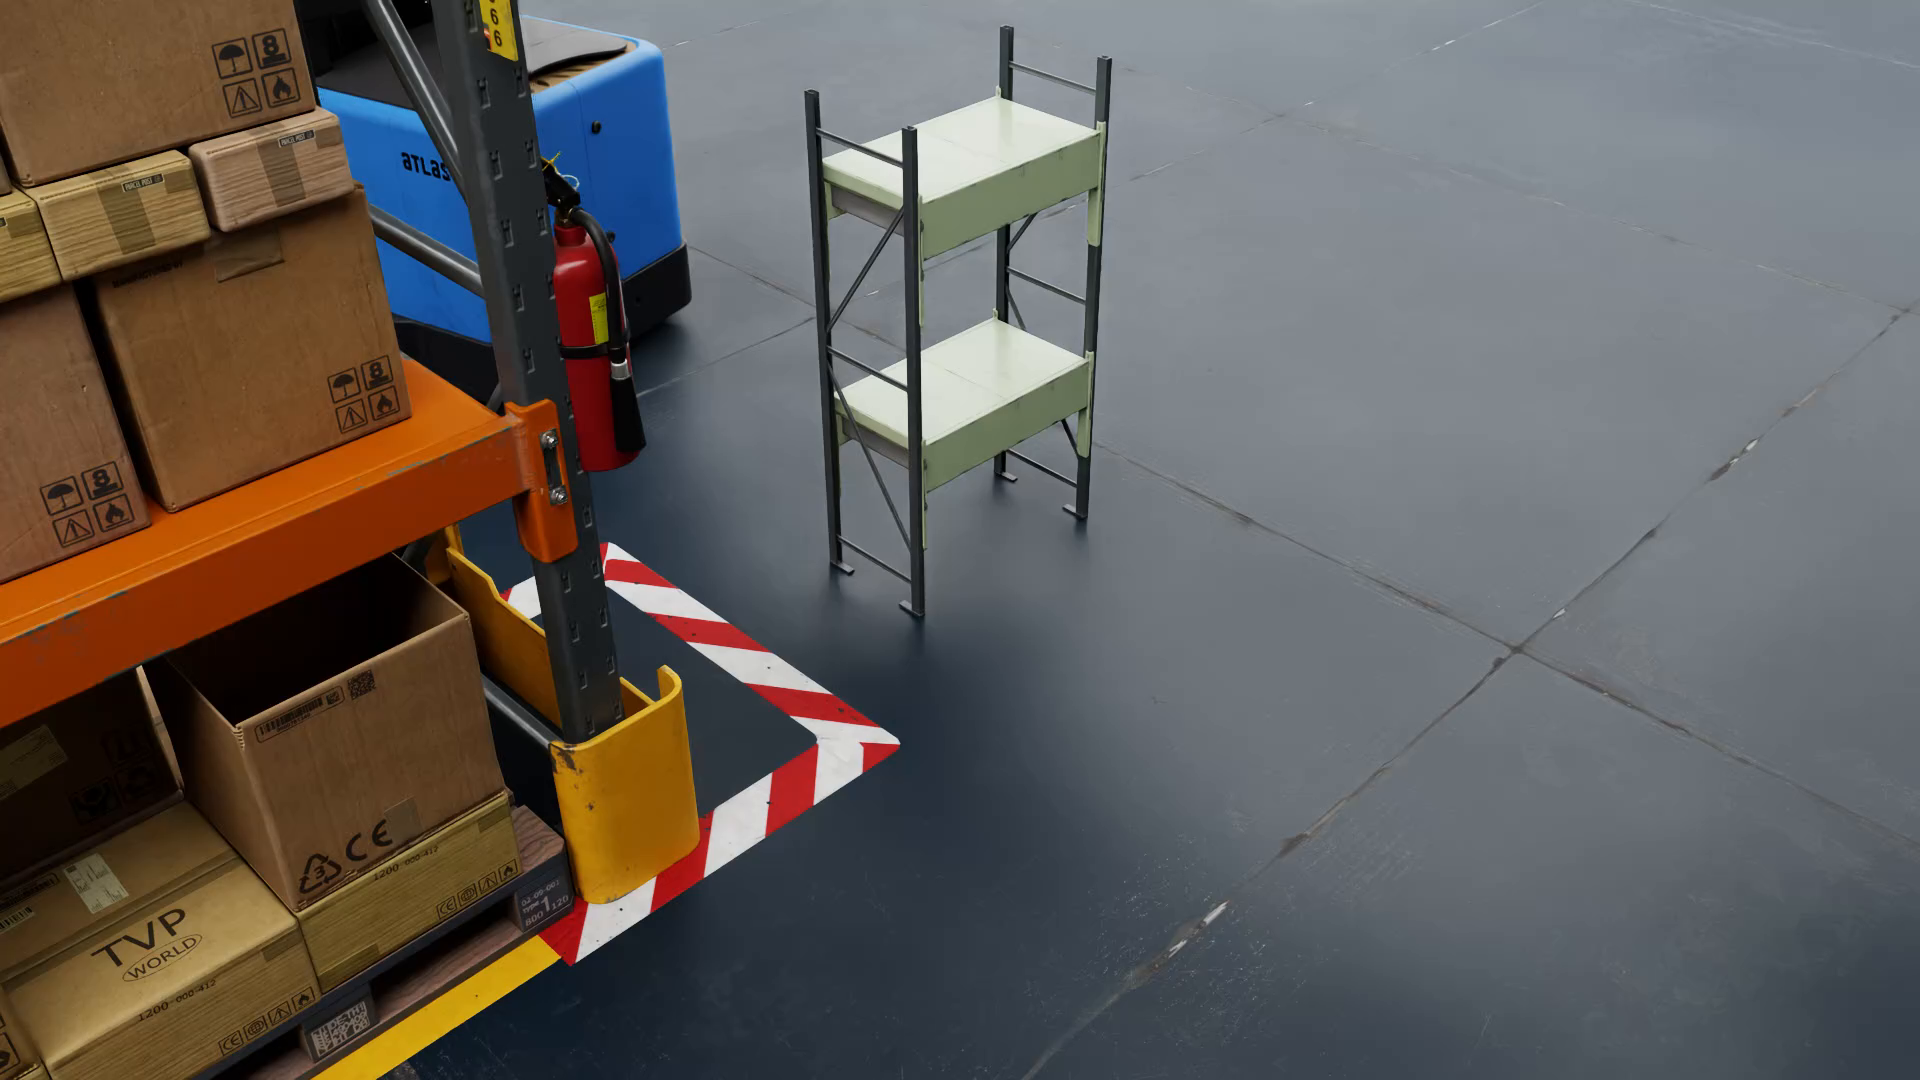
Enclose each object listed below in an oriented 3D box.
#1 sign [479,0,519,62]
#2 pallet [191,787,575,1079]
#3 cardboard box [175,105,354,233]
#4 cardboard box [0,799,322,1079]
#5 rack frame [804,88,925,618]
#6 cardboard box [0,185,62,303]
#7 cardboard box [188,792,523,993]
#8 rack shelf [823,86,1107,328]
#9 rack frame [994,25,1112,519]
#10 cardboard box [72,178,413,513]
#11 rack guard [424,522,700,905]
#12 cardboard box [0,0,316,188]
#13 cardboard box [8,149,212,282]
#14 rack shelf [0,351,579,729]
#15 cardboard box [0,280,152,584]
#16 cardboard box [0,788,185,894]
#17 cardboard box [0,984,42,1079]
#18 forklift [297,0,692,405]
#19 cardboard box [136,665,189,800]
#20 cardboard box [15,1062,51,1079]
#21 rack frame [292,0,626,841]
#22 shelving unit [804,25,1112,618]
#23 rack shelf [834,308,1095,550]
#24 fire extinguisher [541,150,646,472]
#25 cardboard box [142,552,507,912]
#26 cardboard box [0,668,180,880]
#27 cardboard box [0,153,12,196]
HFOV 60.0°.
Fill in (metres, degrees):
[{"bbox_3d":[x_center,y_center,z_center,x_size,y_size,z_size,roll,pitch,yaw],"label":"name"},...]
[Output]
[{"bbox_3d":[-0.802,-0.982,2.817,0.100,0.325,0.005,30,45,35],"label":"sign"},{"bbox_3d":[-1.686,0.837,3.866,1.003,0.211,1.213,30,45,35],"label":"pallet"},{"bbox_3d":[-1.311,-0.710,2.991,0.380,0.149,0.250,29,44,35],"label":"cardboard box"},{"bbox_3d":[-1.689,0.866,3.423,0.500,0.250,0.500,30,45,35],"label":"cardboard box"},{"bbox_3d":[-0.253,-0.469,4.612,0.400,1.500,0.023,30,45,35],"label":"rack frame"},{"bbox_3d":[-1.675,-0.499,2.689,0.380,0.149,0.250,29,44,35],"label":"cardboard box"},{"bbox_3d":[-1.345,0.658,3.721,0.500,0.250,0.500,30,45,35],"label":"cardboard box"},{"bbox_3d":[0.005,-0.938,4.602,0.431,0.370,0.720,30,45,35],"label":"rack shelf"},{"bbox_3d":[0.263,-0.766,5.038,0.400,1.500,0.023,30,45,35],"label":"rack frame"},{"bbox_3d":[-1.515,-0.491,3.245,0.700,0.500,0.500,30,45,35],"label":"cardboard box"},{"bbox_3d":[-1.160,0.381,4.267,1.175,0.500,0.348,30,45,35],"label":"rack guard"},{"bbox_3d":[-1.552,-1.002,2.843,0.500,0.500,0.700,-30,45,-35],"label":"cardboard box"},{"bbox_3d":[-1.494,-0.603,2.838,0.250,0.149,0.380,-29,44,-35],"label":"cardboard box"},{"bbox_3d":[-2.586,0.473,2.579,1.077,0.370,4.000,30,45,35],"label":"rack shelf"},{"bbox_3d":[-1.882,-0.276,2.936,0.500,0.500,0.700,-29,44,-35],"label":"cardboard box"},{"bbox_3d":[-2.062,0.654,3.727,0.500,0.250,0.500,30,45,35],"label":"cardboard box"},{"bbox_3d":[-2.038,0.763,2.915,0.500,0.500,0.500,30,45,35],"label":"cardboard box"},{"bbox_3d":[-2.576,-2.278,5.954,3.031,2.935,1.130,18,39,24],"label":"forklift"},{"bbox_3d":[-1.713,0.449,4.020,0.500,0.250,0.500,30,45,35],"label":"cardboard box"},{"bbox_3d":[-2.040,1.069,3.131,0.500,0.250,0.500,30,45,35],"label":"cardboard box"},{"bbox_3d":[-1.177,-0.634,3.538,1.000,3.000,0.127,30,45,35],"label":"rack frame"},{"bbox_3d":[0.005,-0.618,4.825,0.431,1.500,0.755,30,45,35],"label":"shelving unit"},{"bbox_3d":[0.005,-0.350,5.011,0.431,0.370,0.720,30,45,35],"label":"rack shelf"},{"bbox_3d":[-0.764,-0.463,3.360,0.296,0.674,0.183,30,45,35],"label":"fire extinguisher"},{"bbox_3d":[-1.344,0.351,3.505,0.500,0.500,0.500,30,45,35],"label":"cardboard box"},{"bbox_3d":[-2.064,0.345,3.514,0.500,0.500,0.500,30,45,35],"label":"cardboard box"},{"bbox_3d":[-1.919,-0.786,2.533,0.700,0.500,0.500,28,44,34],"label":"cardboard box"}]
